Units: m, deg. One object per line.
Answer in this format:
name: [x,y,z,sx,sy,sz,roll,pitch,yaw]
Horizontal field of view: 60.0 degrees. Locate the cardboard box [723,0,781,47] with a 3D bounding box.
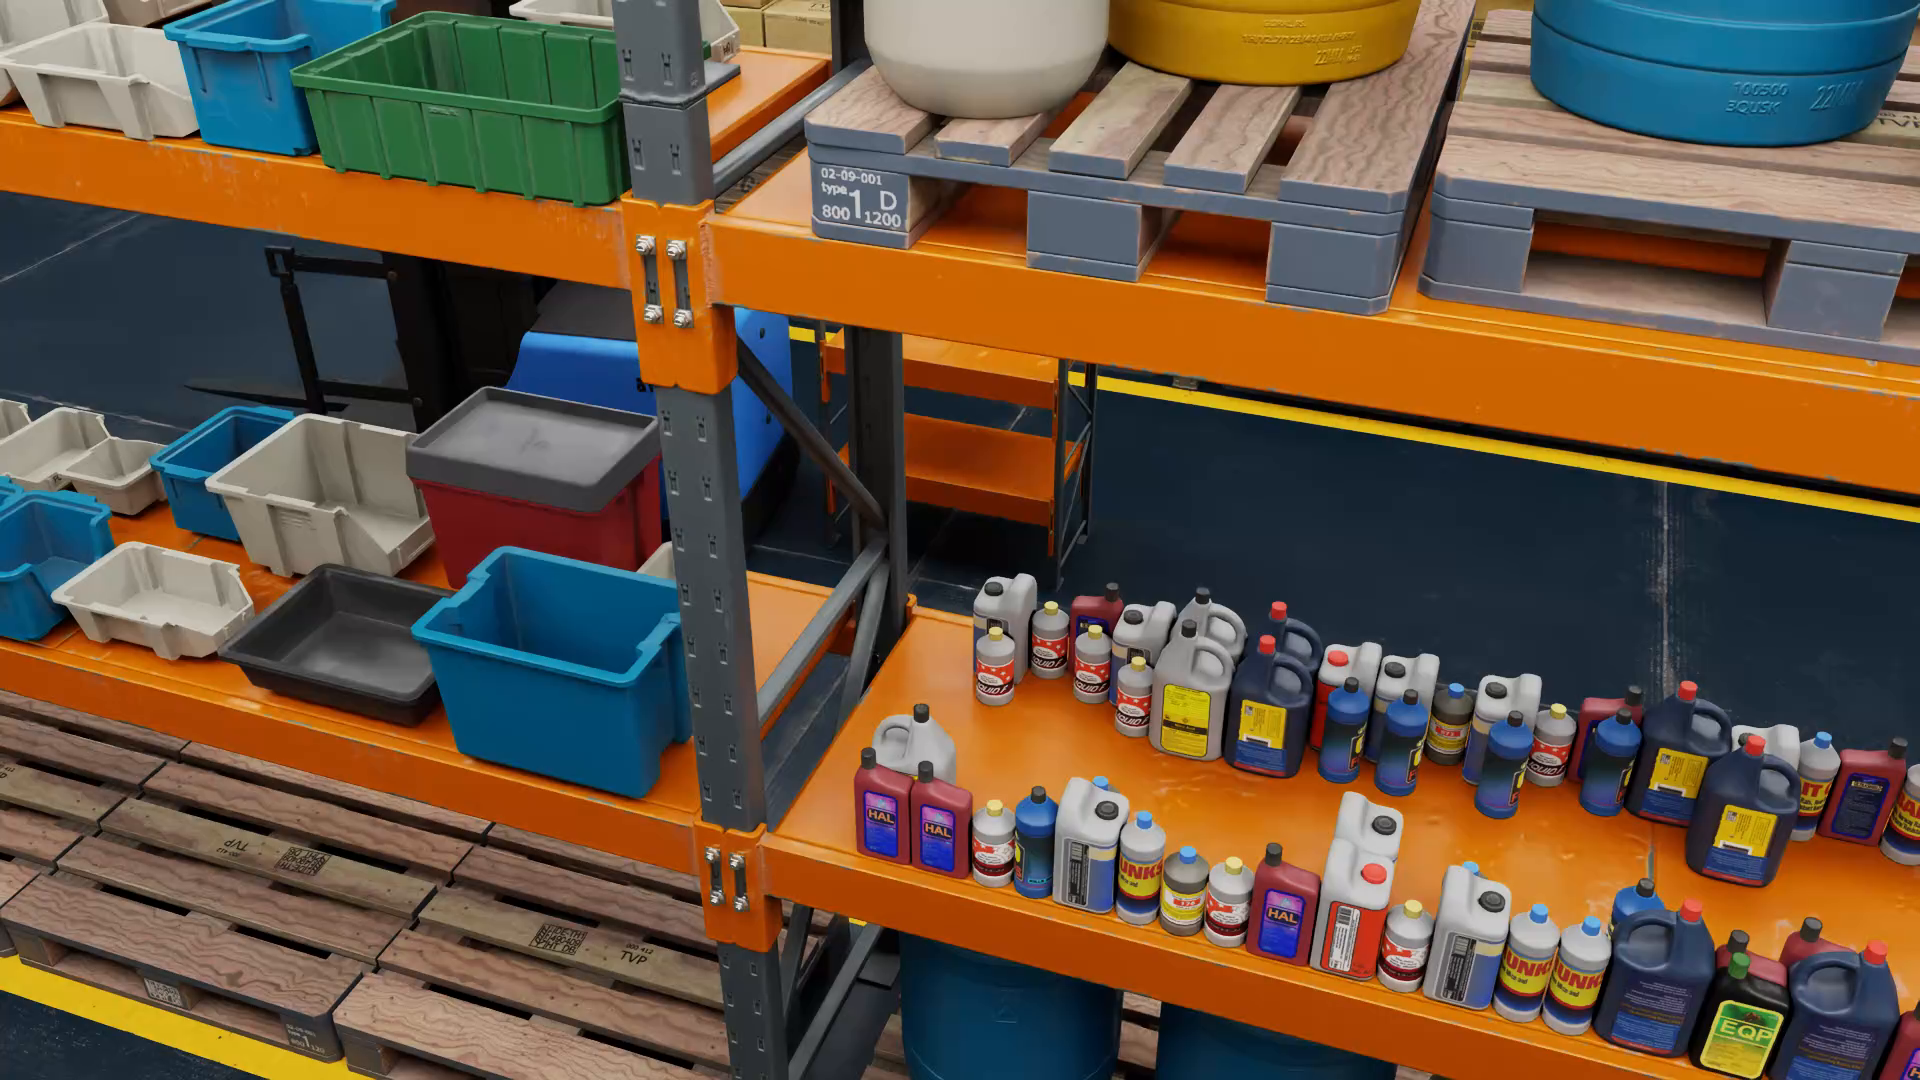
cardboard box: [-1.137,-2.659,8.467,0.500,0.250,0.500,10,34,15]

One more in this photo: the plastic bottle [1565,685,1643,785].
plastic bottle: [1.510,0.454,3.889,0.133,0.283,0.061,11,34,16]

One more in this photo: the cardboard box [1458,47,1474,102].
cardboard box: [2.127,-2.015,7.513,0.500,0.500,0.500,11,34,17]

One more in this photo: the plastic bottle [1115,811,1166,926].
plastic bottle: [0.385,0.688,3.537,0.097,0.271,0.097,0,33,0]

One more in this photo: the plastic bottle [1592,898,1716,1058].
plastic bottle: [1.363,0.831,3.242,0.185,0.351,0.144,11,34,16]

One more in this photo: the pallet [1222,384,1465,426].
pallet: [2.056,-1.002,8.608,1.213,0.211,1.003,11,34,16]

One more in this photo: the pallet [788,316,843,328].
pallet: [-0.537,-1.506,9.389,1.213,0.211,1.003,11,34,16]

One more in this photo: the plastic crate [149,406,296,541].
plastic crate: [-2.112,-0.189,4.877,0.300,0.233,0.416,11,34,16]

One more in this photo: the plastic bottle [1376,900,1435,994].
plastic bottle: [0.912,0.820,3.398,0.097,0.201,0.097,0,33,0]

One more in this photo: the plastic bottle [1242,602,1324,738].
plastic bottle: [0.783,0.308,4.053,0.185,0.351,0.144,11,34,16]

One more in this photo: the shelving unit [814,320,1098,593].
shelving unit: [-0.006,-0.474,6.947,1.048,1.125,0.538,11,34,16]

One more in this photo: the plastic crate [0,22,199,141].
plastic crate: [-1.692,-0.935,3.411,0.466,0.136,0.293,11,34,16]

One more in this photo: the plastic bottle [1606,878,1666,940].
plastic bottle: [1.363,0.795,3.372,0.097,0.271,0.097,0,33,0]

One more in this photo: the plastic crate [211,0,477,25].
plastic crate: [-1.443,-1.320,3.884,0.590,0.269,0.497,11,34,16]

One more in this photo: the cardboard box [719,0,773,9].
cardboard box: [-1.140,-2.976,8.267,0.500,0.500,0.500,10,34,15]

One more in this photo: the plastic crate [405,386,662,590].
plastic crate: [-1.122,-0.091,4.511,0.583,0.464,0.402,11,34,16]

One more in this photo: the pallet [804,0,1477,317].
pallet: [0.404,-0.835,3.186,1.003,0.211,1.213,11,34,16]

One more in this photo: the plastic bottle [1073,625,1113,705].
plastic bottle: [0.337,0.306,4.194,0.097,0.201,0.097,0,33,0]

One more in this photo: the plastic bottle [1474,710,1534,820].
plastic bottle: [1.253,0.507,3.818,0.097,0.271,0.097,0,33,0]

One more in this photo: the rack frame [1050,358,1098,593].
rack frame: [0.472,-0.381,6.803,0.032,1.125,0.500,11,34,16]

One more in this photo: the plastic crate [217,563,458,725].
plastic crate: [-1.511,0.275,4.256,0.590,0.125,0.437,11,34,16]

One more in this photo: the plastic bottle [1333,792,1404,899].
plastic bottle: [0.864,0.676,3.552,0.135,0.276,0.152,11,34,16]

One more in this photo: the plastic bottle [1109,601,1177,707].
plastic bottle: [0.458,0.279,4.167,0.135,0.276,0.152,11,34,16]

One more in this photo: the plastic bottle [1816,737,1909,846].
plastic bottle: [2.028,0.555,3.733,0.133,0.283,0.061,11,34,16]

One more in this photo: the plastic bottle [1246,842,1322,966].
plastic bottle: [0.671,0.749,3.432,0.133,0.283,0.061,11,34,16]

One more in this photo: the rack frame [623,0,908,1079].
rack frame: [-0.366,0.253,4.093,0.127,3.000,1.000,11,34,16]

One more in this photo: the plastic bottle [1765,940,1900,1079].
plastic bottle: [1.663,0.890,3.152,0.185,0.351,0.144,11,34,16]

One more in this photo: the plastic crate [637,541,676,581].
plastic crate: [-0.756,0.180,4.393,0.243,0.136,0.396,11,34,16]

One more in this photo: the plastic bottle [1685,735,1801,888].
plastic bottle: [1.722,0.578,3.634,0.185,0.351,0.144,11,34,16]

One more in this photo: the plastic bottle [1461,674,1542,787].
plastic bottle: [1.277,0.438,3.921,0.135,0.276,0.152,11,34,16]

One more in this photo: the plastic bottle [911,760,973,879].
plastic bottle: [-0.040,0.611,3.646,0.133,0.283,0.061,11,34,16]

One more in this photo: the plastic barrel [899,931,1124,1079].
plastic barrel: [0.140,1.066,4.381,0.708,0.901,0.600,11,34,16]

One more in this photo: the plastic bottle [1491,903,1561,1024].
plastic bottle: [1.131,0.833,3.313,0.097,0.271,0.097,0,33,0]

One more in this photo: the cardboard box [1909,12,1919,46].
cardboard box: [3.775,-2.271,6.984,0.637,0.503,0.797,12,35,18]

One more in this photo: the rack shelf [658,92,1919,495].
rack shelf: [1.516,-0.339,2.908,4.000,0.370,1.077,11,34,16]

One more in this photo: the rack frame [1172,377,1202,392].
rack frame: [1.304,-2.276,8.010,0.127,3.000,1.000,11,34,16]

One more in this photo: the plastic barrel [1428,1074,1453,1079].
plastic barrel: [1.308,1.508,4.055,0.421,0.512,0.421,0,33,0]

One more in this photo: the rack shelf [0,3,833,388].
rack shelf: [-2.249,-1.071,4.042,4.000,0.370,1.077,11,34,16]

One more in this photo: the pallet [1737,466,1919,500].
pallet: [4.353,-0.556,7.916,1.213,0.211,1.003,11,34,16]

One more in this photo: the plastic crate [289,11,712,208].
plastic crate: [-0.867,-0.842,3.218,0.662,0.188,0.450,11,34,16]

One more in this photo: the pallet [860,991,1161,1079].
pallet: [0.346,1.587,4.598,1.213,0.211,1.003,11,34,16]

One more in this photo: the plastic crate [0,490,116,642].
plastic crate: [-2.489,0.075,4.468,0.300,0.233,0.416,11,34,16]

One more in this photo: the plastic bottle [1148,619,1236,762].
plastic bottle: [0.561,0.348,3.991,0.185,0.351,0.144,11,34,16]

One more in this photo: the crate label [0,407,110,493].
crate label: [-2.765,-0.238,5.041,0.243,0.136,0.396,11,34,16]

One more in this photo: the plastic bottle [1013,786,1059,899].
plastic bottle: [0.167,0.646,3.603,0.097,0.271,0.097,0,33,0]

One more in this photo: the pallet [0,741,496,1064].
pallet: [-2.224,1.087,5.372,1.213,0.211,1.003,11,34,16]

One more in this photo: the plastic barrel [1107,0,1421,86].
plastic barrel: [0.561,-1.200,3.017,0.600,0.588,0.600,0,33,0]

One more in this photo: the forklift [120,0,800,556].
forklift: [-2.309,-1.471,6.826,3.031,2.935,1.130,7,33,10]

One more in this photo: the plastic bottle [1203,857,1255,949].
plastic bottle: [0.568,0.753,3.501,0.097,0.201,0.097,0,33,0]

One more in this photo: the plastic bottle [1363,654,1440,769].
plastic bottle: [1.059,0.396,3.986,0.135,0.276,0.152,11,34,16]

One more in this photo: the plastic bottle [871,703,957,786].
plastic bottle: [-0.106,0.511,3.739,0.185,0.351,0.144,11,34,16]

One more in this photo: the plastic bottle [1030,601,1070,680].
plastic bottle: [0.232,0.250,4.280,0.097,0.201,0.097,0,33,0]

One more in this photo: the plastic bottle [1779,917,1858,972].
plastic bottle: [1.673,0.861,3.259,0.133,0.283,0.061,11,34,16]

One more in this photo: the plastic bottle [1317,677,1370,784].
plastic bottle: [0.908,0.440,3.922,0.097,0.271,0.097,0,33,0]

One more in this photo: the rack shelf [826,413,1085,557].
rack shelf: [-0.006,-0.268,7.079,1.000,0.278,0.538,11,34,16]

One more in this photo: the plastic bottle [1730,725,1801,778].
plastic bottle: [1.795,0.539,3.765,0.135,0.276,0.152,11,34,16]
